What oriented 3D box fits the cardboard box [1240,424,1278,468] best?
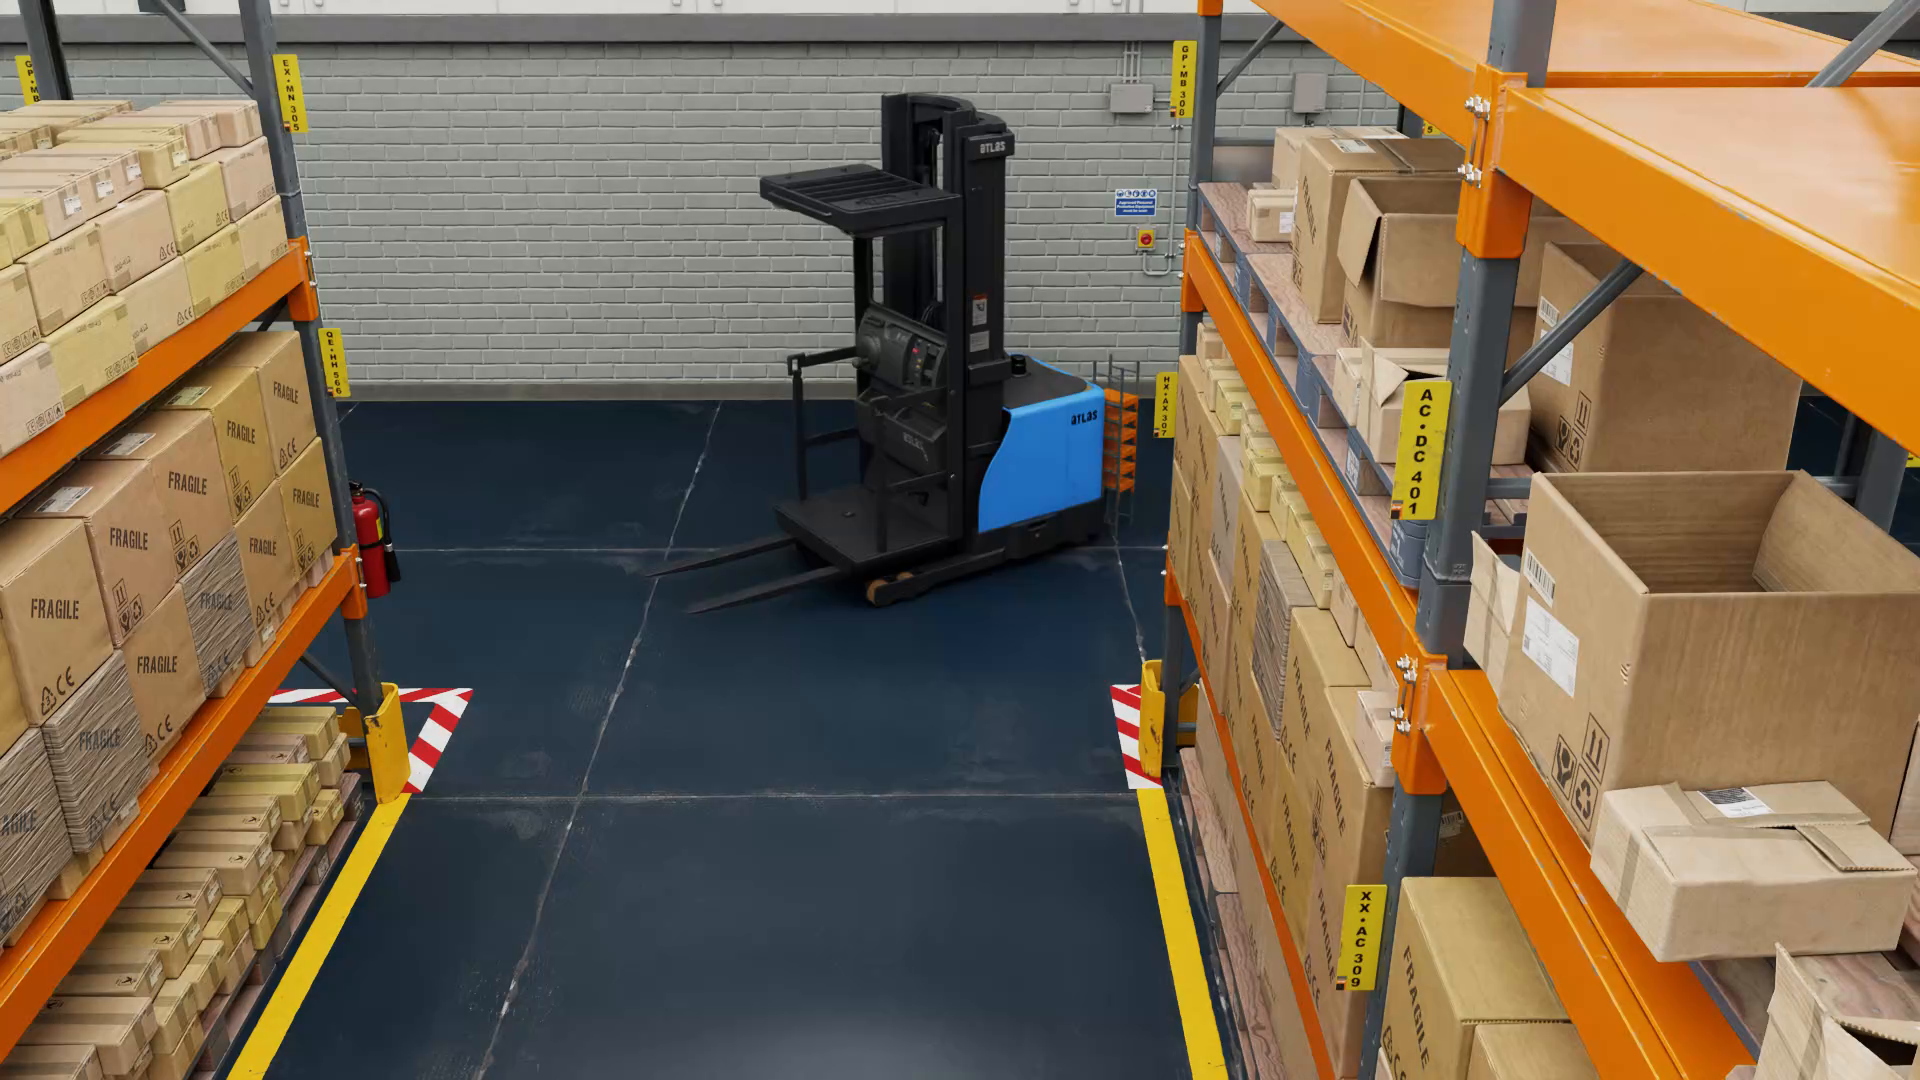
[{"bbox_3d":[1.256,-0.323,6.202,0.380,0.149,0.250,0,24,0],"label":"cardboard box"}]

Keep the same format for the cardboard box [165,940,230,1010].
[{"bbox_3d":[-3.087,1.690,6.462,0.380,0.149,0.250,0,24,0],"label":"cardboard box"}]

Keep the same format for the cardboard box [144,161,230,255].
[{"bbox_3d":[-3.153,-1.271,6.356,0.500,0.250,0.500,-1,24,-2],"label":"cardboard box"}]

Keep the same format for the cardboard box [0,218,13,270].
[{"bbox_3d":[-3.103,-0.867,4.978,0.380,0.149,0.250,1,24,2],"label":"cardboard box"}]

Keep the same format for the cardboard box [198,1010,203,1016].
[{"bbox_3d":[-3.192,1.817,6.541,0.380,0.149,0.250,0,24,1],"label":"cardboard box"}]

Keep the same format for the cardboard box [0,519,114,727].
[{"bbox_3d":[-3.132,0.259,5.342,0.500,0.500,0.500,0,24,0],"label":"cardboard box"}]

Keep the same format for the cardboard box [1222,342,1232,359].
[{"bbox_3d":[1.331,-0.750,7.146,0.380,0.149,0.250,0,24,1],"label":"cardboard box"}]

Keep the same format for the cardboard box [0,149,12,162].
[{"bbox_3d":[-3.618,-1.295,5.924,0.380,0.149,0.250,0,24,1],"label":"cardboard box"}]

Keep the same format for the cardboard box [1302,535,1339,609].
[{"bbox_3d":[1.305,0.098,5.270,0.380,0.149,0.250,0,24,-1],"label":"cardboard box"}]

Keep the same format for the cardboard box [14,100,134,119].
[{"bbox_3d":[-3.643,-1.718,6.860,0.380,0.149,0.250,0,24,-1],"label":"cardboard box"}]

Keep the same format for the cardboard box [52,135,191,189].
[{"bbox_3d":[-3.102,-1.401,6.158,0.380,0.149,0.250,0,24,0],"label":"cardboard box"}]

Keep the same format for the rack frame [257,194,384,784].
[{"bbox_3d":[-3.419,-0.145,7.930,1.000,3.000,0.127,0,24,-1],"label":"rack frame"}]

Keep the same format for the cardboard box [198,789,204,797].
[{"bbox_3d":[-3.724,1.158,7.639,0.380,0.149,0.250,0,24,-1],"label":"cardboard box"}]

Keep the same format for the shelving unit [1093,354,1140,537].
[{"bbox_3d":[1.032,-0.632,11.191,0.258,1.200,0.189,19,30,36],"label":"shelving unit"}]

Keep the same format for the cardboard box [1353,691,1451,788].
[{"bbox_3d":[1.252,0.518,4.344,0.380,0.149,0.250,-1,24,-2],"label":"cardboard box"}]

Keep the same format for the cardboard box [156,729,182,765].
[{"bbox_3d":[-3.188,0.743,6.271,0.380,0.149,0.250,0,24,0],"label":"cardboard box"}]

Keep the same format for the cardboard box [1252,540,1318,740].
[{"bbox_3d":[1.280,0.327,5.553,0.500,0.500,0.500,0,24,0],"label":"cardboard box"}]

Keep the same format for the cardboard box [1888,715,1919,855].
[{"bbox_3d":[1.793,0.285,2.939,0.500,0.311,0.500,0,24,-1],"label":"cardboard box"}]

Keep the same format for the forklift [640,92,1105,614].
[{"bbox_3d":[-0.541,-1.166,10.272,3.031,2.935,1.130,-16,29,-31],"label":"forklift"}]

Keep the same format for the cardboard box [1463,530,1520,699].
[{"bbox_3d":[1.229,0.151,3.290,0.396,0.266,0.258,0,24,-1],"label":"cardboard box"}]

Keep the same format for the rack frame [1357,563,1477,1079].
[{"bbox_3d":[1.573,1.440,4.427,1.000,3.000,0.127,0,24,-1],"label":"rack frame"}]

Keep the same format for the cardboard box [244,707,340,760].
[{"bbox_3d":[-3.160,0.909,7.828,0.380,0.149,0.250,0,24,0],"label":"cardboard box"}]

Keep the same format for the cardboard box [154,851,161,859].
[{"bbox_3d":[-3.639,1.390,7.486,0.380,0.149,0.250,0,24,0],"label":"cardboard box"}]

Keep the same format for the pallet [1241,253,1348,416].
[{"bbox_3d":[1.564,-0.725,5.681,1.003,0.211,1.213,0,24,-1],"label":"pallet"}]

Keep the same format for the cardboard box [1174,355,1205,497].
[{"bbox_3d":[1.250,-0.511,7.404,0.500,0.500,0.500,-1,24,-2],"label":"cardboard box"}]

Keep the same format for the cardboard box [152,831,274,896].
[{"bbox_3d":[-3.087,1.336,6.883,0.380,0.149,0.250,1,24,1],"label":"cardboard box"}]

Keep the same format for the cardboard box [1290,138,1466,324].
[{"bbox_3d":[1.402,-1.026,5.487,0.500,0.500,0.500,0,24,0],"label":"cardboard box"}]

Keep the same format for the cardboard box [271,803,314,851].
[{"bbox_3d":[-3.121,1.258,7.418,0.380,0.149,0.250,-1,24,-3],"label":"cardboard box"}]

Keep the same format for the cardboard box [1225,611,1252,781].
[{"bbox_3d":[1.291,0.569,6.230,0.500,0.500,0.500,1,24,1],"label":"cardboard box"}]

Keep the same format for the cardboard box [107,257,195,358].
[{"bbox_3d":[-3.145,-0.842,6.014,0.500,0.250,0.500,1,24,2],"label":"cardboard box"}]

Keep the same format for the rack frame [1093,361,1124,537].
[{"bbox_3d":[0.974,-0.603,11.126,0.240,1.200,0.006,19,30,36],"label":"rack frame"}]

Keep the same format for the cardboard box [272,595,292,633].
[{"bbox_3d":[-3.150,0.309,7.232,0.380,0.149,0.250,0,24,-1],"label":"cardboard box"}]

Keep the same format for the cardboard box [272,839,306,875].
[{"bbox_3d":[-3.184,1.394,7.478,0.380,0.149,0.250,0,24,-1],"label":"cardboard box"}]

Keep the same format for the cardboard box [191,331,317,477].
[{"bbox_3d":[-3.165,-0.594,7.227,0.500,0.500,0.500,-1,24,-2],"label":"cardboard box"}]

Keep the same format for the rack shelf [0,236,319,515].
[{"bbox_3d":[-3.397,-0.359,5.638,1.077,0.370,4.000,0,24,-1],"label":"rack shelf"}]

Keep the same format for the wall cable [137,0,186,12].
[{"bbox_3d":[-4.995,-6.709,11.259,2.277,5.999,0.120,0,24,-1],"label":"wall cable"}]

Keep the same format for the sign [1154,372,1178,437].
[{"bbox_3d":[0.975,-0.639,7.876,0.100,0.325,0.005,0,24,-1],"label":"sign"}]

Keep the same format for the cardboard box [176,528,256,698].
[{"bbox_3d":[-3.141,0.279,6.510,0.500,0.500,0.500,0,24,0],"label":"cardboard box"}]

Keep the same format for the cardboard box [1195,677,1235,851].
[{"bbox_3d":[1.637,1.039,7.912,0.875,0.438,0.875,-1,24,-2],"label":"cardboard box"}]

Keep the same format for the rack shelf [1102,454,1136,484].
[{"bbox_3d":[1.032,-0.482,11.258,0.258,0.103,0.180,19,30,36],"label":"rack shelf"}]

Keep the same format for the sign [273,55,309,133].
[{"bbox_3d":[-2.864,-1.909,7.116,0.100,0.325,0.005,0,24,-1],"label":"sign"}]

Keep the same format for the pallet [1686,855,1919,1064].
[{"bbox_3d":[1.632,0.538,3.013,0.805,0.209,1.217,-1,24,-3],"label":"pallet"}]

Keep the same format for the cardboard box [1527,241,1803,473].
[{"bbox_3d":[1.777,-0.453,4.219,0.500,0.500,0.500,0,24,0],"label":"cardboard box"}]

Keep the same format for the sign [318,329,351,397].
[{"bbox_3d":[-2.864,-0.810,7.613,0.100,0.325,0.005,0,24,-1],"label":"sign"}]

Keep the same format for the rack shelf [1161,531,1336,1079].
[{"bbox_3d":[1.551,0.943,6.397,1.077,0.370,4.000,0,24,-1],"label":"rack shelf"}]

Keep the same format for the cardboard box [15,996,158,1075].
[{"bbox_3d":[-3.115,1.767,5.931,0.380,0.149,0.250,0,24,1],"label":"cardboard box"}]

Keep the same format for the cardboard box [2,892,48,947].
[{"bbox_3d":[-3.181,1.172,5.323,0.380,0.149,0.250,-1,24,-3],"label":"cardboard box"}]
